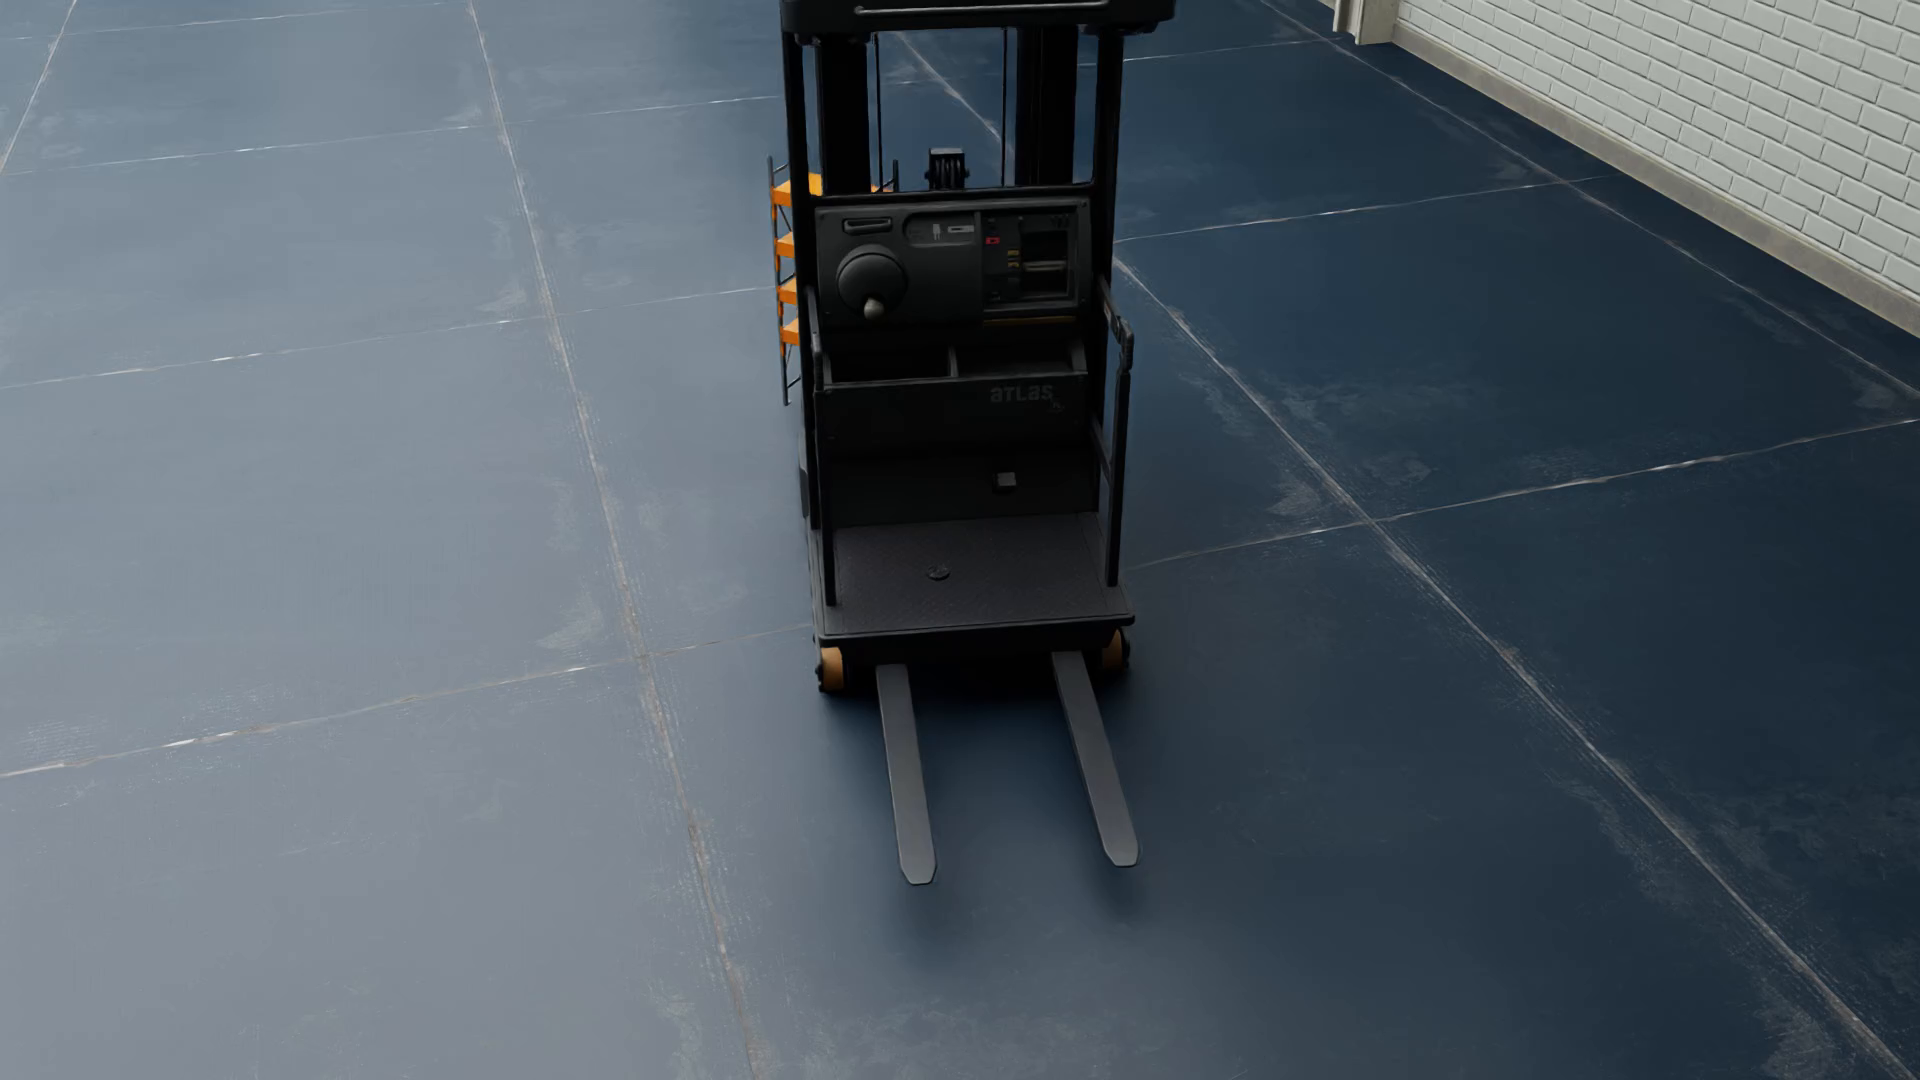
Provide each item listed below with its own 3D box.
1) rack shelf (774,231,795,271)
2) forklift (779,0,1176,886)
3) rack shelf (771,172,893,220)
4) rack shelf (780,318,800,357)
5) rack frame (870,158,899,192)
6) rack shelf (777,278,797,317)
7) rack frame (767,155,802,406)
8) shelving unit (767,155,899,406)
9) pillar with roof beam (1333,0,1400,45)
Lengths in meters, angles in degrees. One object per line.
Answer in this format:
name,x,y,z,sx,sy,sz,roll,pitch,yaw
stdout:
rack shelf,-0.539,-1.245,7.262,0.480,0.148,0.258,16,37,23
forklift,0.009,-0.886,5.432,1.130,2.935,3.031,-4,34,-6
rack shelf,-0.539,-1.442,7.132,0.480,0.148,0.258,16,37,23
rack shelf,-0.539,-0.893,7.495,0.480,0.148,0.258,16,37,23
rack frame,-0.323,-1.052,7.253,0.015,1.200,0.240,16,37,23
rack shelf,-0.539,-1.059,7.386,0.480,0.148,0.258,16,37,23
rack frame,-0.754,-1.178,7.444,0.015,1.200,0.240,16,37,23
shelving unit,-0.539,-1.115,7.348,0.503,1.200,0.258,16,37,23
pillar with roof beam,-1.073,-6.816,8.902,9.100,9.000,0.400,-10,35,-15
